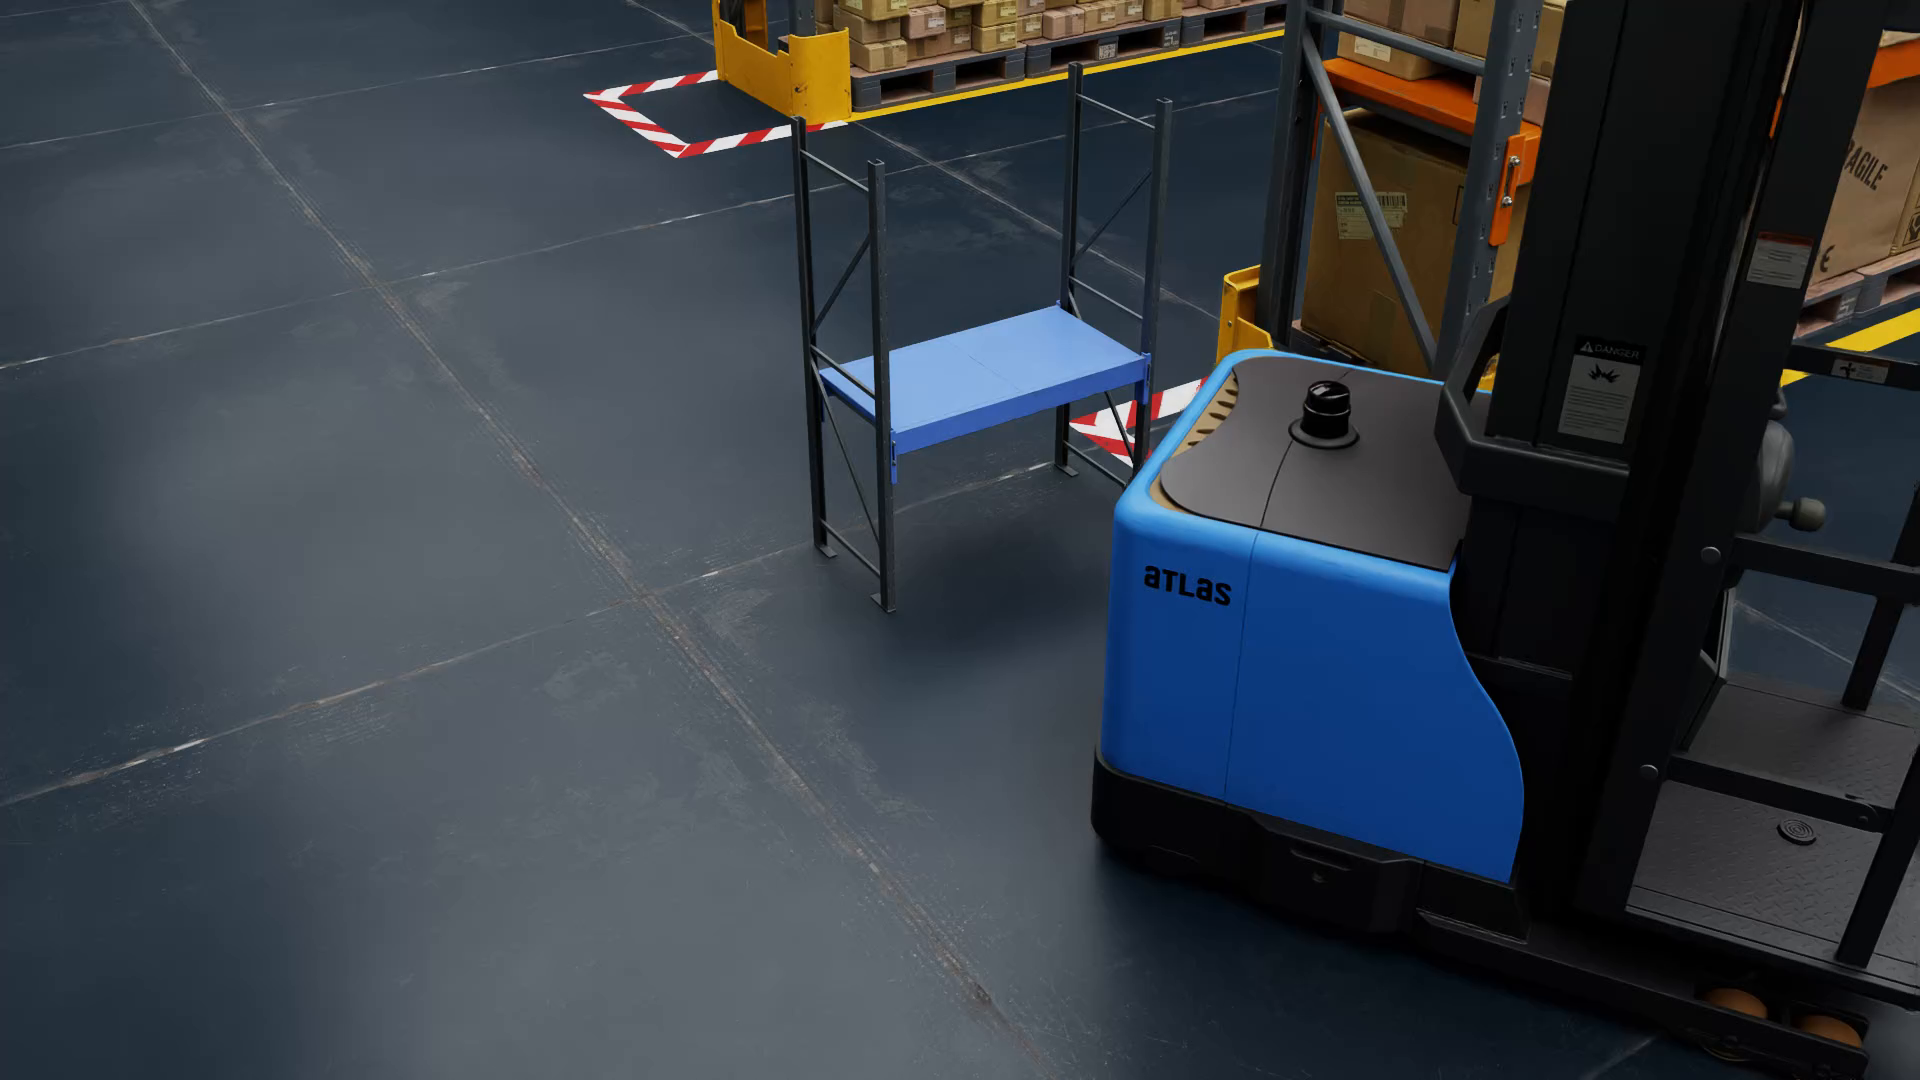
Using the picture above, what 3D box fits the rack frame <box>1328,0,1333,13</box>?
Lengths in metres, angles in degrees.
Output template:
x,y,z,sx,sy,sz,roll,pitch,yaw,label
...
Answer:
x,y,z,sx,sy,sz,roll,pitch,yaw,label
2.234,-5.066,10.970,0.127,3.000,1.000,-19,37,-27,rack frame

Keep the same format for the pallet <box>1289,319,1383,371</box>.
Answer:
x,y,z,sx,sy,sz,roll,pitch,yaw,label
2.104,-0.743,6.730,1.213,0.211,1.003,-19,37,-27,pallet

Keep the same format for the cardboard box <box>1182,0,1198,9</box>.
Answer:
x,y,z,sx,sy,sz,roll,pitch,yaw,label
1.351,-3.607,10.935,0.250,0.149,0.380,-20,37,-28,cardboard box

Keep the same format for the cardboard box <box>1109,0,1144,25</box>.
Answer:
x,y,z,sx,sy,sz,roll,pitch,yaw,label
0.963,-3.427,10.650,0.250,0.149,0.380,-18,37,-26,cardboard box

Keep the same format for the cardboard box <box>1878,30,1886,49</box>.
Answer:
x,y,z,sx,sy,sz,roll,pitch,yaw,label
3.243,-1.950,6.265,0.250,0.149,0.380,-20,37,-28,cardboard box

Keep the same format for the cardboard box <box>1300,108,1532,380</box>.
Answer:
x,y,z,sx,sy,sz,roll,pitch,yaw,label
1.969,-1.156,6.369,0.875,0.875,0.875,-19,37,-27,cardboard box

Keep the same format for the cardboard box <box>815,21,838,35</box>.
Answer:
x,y,z,sx,sy,sz,roll,pitch,yaw,label
-0.799,-3.127,10.175,0.250,0.149,0.380,-18,37,-26,cardboard box

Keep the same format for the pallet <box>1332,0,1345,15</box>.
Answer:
x,y,z,sx,sy,sz,roll,pitch,yaw,label
2.887,-4.112,12.071,1.213,0.211,1.003,-19,37,-27,pallet

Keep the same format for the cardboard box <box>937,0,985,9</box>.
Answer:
x,y,z,sx,sy,sz,roll,pitch,yaw,label
-0.056,-3.281,9.861,0.250,0.149,0.380,-19,37,-27,cardboard box

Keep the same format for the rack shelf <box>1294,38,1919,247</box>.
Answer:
x,y,z,sx,sy,sz,roll,pitch,yaw,label
3.155,-1.930,6.673,4.000,0.370,1.077,-19,37,-27,rack shelf

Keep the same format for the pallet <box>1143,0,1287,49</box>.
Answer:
x,y,z,sx,sy,sz,roll,pitch,yaw,label
1.688,-3.677,11.381,1.213,0.211,1.003,-19,37,-27,pallet

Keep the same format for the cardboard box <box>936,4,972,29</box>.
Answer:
x,y,z,sx,sy,sz,roll,pitch,yaw,label
-0.130,-3.208,10.024,0.250,0.149,0.380,-18,37,-27,cardboard box

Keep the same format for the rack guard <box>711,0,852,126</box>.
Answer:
x,y,z,sx,sy,sz,roll,pitch,yaw,label
-1.065,-2.875,9.838,0.348,0.500,1.175,-19,37,-27,rack guard

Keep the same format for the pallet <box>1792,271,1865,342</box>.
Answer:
x,y,z,sx,sy,sz,roll,pitch,yaw,label
3.128,-1.094,7.286,1.213,0.211,1.003,-19,37,-27,pallet

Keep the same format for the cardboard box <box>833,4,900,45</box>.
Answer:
x,y,z,sx,sy,sz,roll,pitch,yaw,label
-0.549,-3.044,9.763,0.250,0.149,0.380,-17,36,-25,cardboard box

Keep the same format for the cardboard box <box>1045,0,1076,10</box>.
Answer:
x,y,z,sx,sy,sz,roll,pitch,yaw,label
0.521,-3.450,10.407,0.250,0.149,0.380,-17,36,-25,cardboard box

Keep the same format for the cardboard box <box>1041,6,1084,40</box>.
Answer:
x,y,z,sx,sy,sz,roll,pitch,yaw,label
0.560,-3.251,10.371,0.250,0.149,0.380,-21,38,-30,cardboard box

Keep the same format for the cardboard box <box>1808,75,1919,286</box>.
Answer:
x,y,z,sx,sy,sz,roll,pitch,yaw,label
3.481,-1.677,7.194,0.875,0.875,0.875,-19,37,-27,cardboard box

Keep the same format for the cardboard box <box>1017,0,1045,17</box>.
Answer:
x,y,z,sx,sy,sz,roll,pitch,yaw,label
0.316,-3.353,10.253,0.250,0.149,0.380,-21,38,-29,cardboard box

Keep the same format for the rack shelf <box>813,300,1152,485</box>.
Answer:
x,y,z,sx,sy,sz,roll,pitch,yaw,label
0.072,-0.507,5.485,1.000,0.185,0.538,-19,37,-27,rack shelf

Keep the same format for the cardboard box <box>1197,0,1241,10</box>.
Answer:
x,y,z,sx,sy,sz,roll,pitch,yaw,label
1.638,-3.629,10.970,0.250,0.149,0.380,-20,38,-29,cardboard box

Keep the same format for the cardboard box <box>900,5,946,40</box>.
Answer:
x,y,z,sx,sy,sz,roll,pitch,yaw,label
-0.288,-3.098,9.849,0.250,0.149,0.380,-19,37,-27,cardboard box

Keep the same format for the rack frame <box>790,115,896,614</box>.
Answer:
x,y,z,sx,sy,sz,roll,pitch,yaw,label
-0.356,-0.512,5.156,0.032,1.500,0.500,-19,37,-27,rack frame

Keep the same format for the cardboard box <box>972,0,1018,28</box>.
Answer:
x,y,z,sx,sy,sz,roll,pitch,yaw,label
0.144,-3.234,10.064,0.250,0.149,0.380,-18,36,-26,cardboard box

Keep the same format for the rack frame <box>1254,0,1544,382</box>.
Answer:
x,y,z,sx,sy,sz,roll,pitch,yaw,label
1.474,-1.656,5.564,0.127,3.000,1.000,-19,37,-27,rack frame

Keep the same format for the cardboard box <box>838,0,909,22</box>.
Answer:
x,y,z,sx,sy,sz,roll,pitch,yaw,label
-0.504,-3.132,9.625,0.250,0.149,0.380,-21,38,-29,cardboard box

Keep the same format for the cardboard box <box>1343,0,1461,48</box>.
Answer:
x,y,z,sx,sy,sz,roll,pitch,yaw,label
1.738,-1.978,5.936,0.500,0.250,0.500,-20,37,-28,cardboard box

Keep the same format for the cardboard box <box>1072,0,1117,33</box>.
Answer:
x,y,z,sx,sy,sz,roll,pitch,yaw,label
0.778,-3.343,10.516,0.250,0.149,0.380,-19,37,-27,cardboard box

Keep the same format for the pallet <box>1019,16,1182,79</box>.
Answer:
x,y,z,sx,sy,sz,roll,pitch,yaw,label
0.662,-3.322,10.818,1.213,0.211,1.003,-19,37,-27,pallet

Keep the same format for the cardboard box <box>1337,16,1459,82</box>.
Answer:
x,y,z,sx,sy,sz,roll,pitch,yaw,label
1.595,-1.801,6.029,0.250,0.149,0.380,-18,37,-26,cardboard box

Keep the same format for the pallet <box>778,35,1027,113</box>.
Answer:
x,y,z,sx,sy,sz,roll,pitch,yaw,label
-0.363,-2.971,10.263,1.213,0.211,1.003,-19,37,-27,pallet

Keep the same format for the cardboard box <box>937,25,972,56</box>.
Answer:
x,y,z,sx,sy,sz,roll,pitch,yaw,label
-0.134,-3.077,10.095,0.250,0.149,0.380,-19,37,-27,cardboard box

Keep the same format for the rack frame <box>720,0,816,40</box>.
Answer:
x,y,z,sx,sy,sz,roll,pitch,yaw,label
-1.128,-3.910,9.137,0.127,3.000,1.000,-19,37,-27,rack frame

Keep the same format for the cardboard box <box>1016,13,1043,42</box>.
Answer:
x,y,z,sx,sy,sz,roll,pitch,yaw,label
0.303,-3.218,10.318,0.250,0.149,0.380,-19,37,-27,cardboard box

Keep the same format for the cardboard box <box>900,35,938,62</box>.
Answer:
x,y,z,sx,sy,sz,roll,pitch,yaw,label
-0.339,-3.002,9.976,0.250,0.149,0.380,-19,37,-27,cardboard box

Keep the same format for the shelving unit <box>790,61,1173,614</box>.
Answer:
x,y,z,sx,sy,sz,roll,pitch,yaw,label
0.072,-0.659,5.389,1.048,1.500,0.538,-19,37,-27,shelving unit

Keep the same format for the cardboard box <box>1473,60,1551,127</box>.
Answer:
x,y,z,sx,sy,sz,roll,pitch,yaw,label
1.951,-1.505,5.559,0.250,0.149,0.380,-19,37,-27,cardboard box

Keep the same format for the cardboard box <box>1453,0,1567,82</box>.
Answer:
x,y,z,sx,sy,sz,roll,pitch,yaw,label
2.024,-1.736,5.553,0.500,0.250,0.500,-20,37,-28,cardboard box

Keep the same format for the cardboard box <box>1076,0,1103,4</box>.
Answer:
x,y,z,sx,sy,sz,roll,pitch,yaw,label
0.754,-3.524,10.524,0.250,0.149,0.380,-17,36,-25,cardboard box

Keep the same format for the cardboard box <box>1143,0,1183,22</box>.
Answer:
x,y,z,sx,sy,sz,roll,pitch,yaw,label
1.219,-3.473,10.722,0.250,0.149,0.380,-19,37,-27,cardboard box

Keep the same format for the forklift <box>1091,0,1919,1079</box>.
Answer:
x,y,z,sx,sy,sz,roll,pitch,yaw,label
1.909,-0.318,3.507,3.031,2.935,1.130,14,35,21,forklift

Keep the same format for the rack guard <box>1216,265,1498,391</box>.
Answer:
x,y,z,sx,sy,sz,roll,pitch,yaw,label
1.454,-0.592,6.220,0.348,0.500,1.175,-19,37,-27,rack guard

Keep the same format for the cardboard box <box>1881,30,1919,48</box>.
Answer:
x,y,z,sx,sy,sz,roll,pitch,yaw,label
3.463,-2.027,6.387,0.250,0.149,0.380,-18,37,-27,cardboard box

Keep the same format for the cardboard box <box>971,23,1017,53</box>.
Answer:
x,y,z,sx,sy,sz,roll,pitch,yaw,label
0.140,-3.102,10.134,0.250,0.149,0.380,-18,37,-27,cardboard box

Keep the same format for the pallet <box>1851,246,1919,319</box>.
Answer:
x,y,z,sx,sy,sz,roll,pitch,yaw,label
4.155,-1.449,7.849,1.213,0.211,1.003,-19,37,-27,pallet

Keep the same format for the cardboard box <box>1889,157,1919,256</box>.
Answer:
x,y,z,sx,sy,sz,roll,pitch,yaw,label
4.238,-1.937,7.607,0.875,0.875,0.875,-19,37,-27,cardboard box

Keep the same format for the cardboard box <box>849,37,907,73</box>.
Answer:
x,y,z,sx,sy,sz,roll,pitch,yaw,label
-0.515,-2.890,9.798,0.250,0.149,0.380,-18,37,-26,cardboard box

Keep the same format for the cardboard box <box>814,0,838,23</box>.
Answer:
x,y,z,sx,sy,sz,roll,pitch,yaw,label
-0.839,-3.288,10.151,0.250,0.149,0.380,-20,37,-29,cardboard box

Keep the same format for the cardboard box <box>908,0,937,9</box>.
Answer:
x,y,z,sx,sy,sz,roll,pitch,yaw,label
-0.337,-3.266,9.837,0.250,0.149,0.380,-18,37,-26,cardboard box

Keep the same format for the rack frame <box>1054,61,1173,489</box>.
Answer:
x,y,z,sx,sy,sz,roll,pitch,yaw,label
0.499,-0.806,5.622,0.032,1.500,0.500,-19,37,-27,rack frame
